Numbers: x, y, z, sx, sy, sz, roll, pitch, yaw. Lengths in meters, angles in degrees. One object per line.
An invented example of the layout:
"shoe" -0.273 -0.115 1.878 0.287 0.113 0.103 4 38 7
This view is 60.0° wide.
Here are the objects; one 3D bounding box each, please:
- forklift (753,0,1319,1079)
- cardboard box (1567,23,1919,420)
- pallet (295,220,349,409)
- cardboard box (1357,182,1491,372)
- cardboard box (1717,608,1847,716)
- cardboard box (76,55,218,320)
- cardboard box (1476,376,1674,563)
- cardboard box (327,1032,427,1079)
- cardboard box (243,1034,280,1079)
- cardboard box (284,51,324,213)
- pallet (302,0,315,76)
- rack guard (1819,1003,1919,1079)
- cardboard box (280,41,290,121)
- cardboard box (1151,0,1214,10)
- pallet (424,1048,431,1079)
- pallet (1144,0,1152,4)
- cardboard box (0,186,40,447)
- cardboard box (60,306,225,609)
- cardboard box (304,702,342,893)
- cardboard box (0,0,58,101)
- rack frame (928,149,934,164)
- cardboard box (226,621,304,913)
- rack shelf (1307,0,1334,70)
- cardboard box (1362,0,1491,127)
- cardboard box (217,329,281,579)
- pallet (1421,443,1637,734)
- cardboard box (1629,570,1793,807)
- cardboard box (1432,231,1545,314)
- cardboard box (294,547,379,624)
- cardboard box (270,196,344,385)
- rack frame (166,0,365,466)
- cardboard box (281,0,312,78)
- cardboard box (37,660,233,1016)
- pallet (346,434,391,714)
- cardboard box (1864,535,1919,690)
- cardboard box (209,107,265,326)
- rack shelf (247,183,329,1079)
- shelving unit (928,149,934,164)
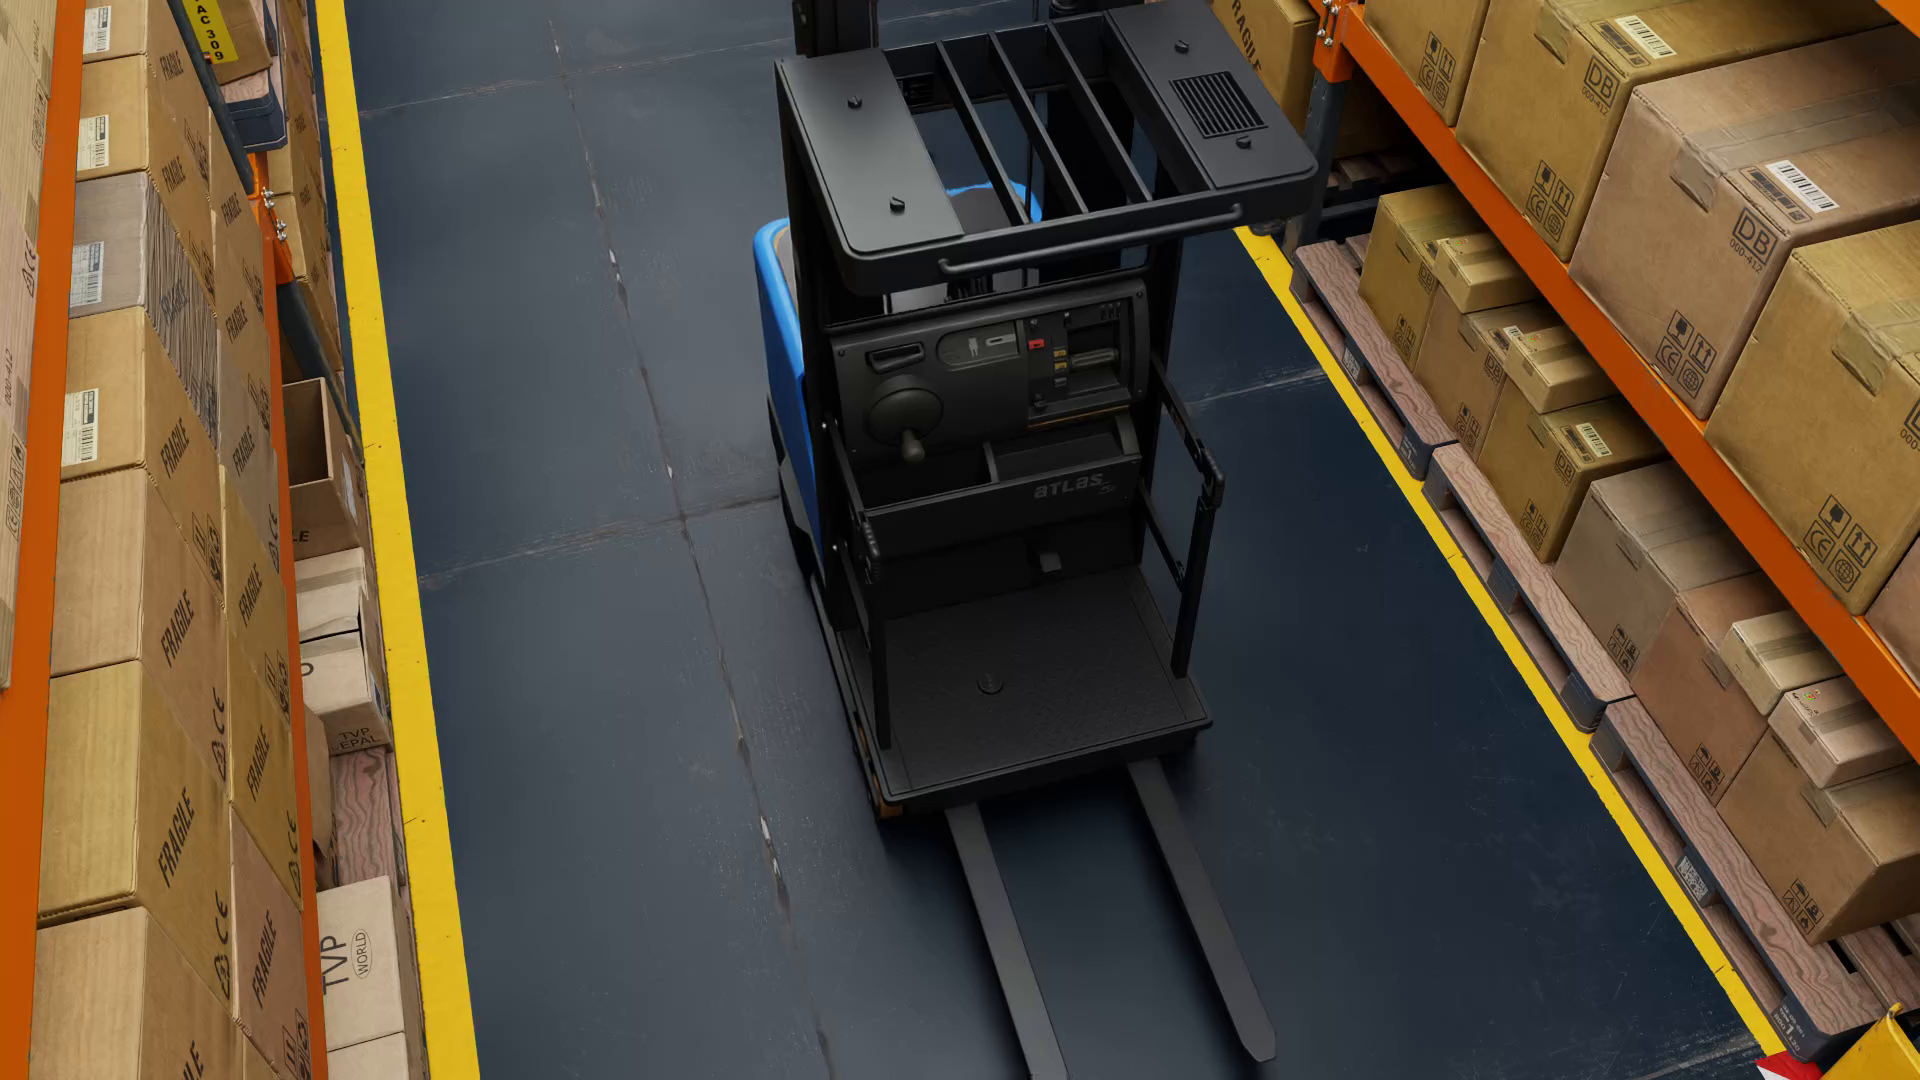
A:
"forklift" 0.161 -0.373 4.647 1.130 2.935 3.031 -12 51 -10
"cardboard box" 2.490 -0.945 4.889 0.980 0.700 0.700 -16 52 -13
"pallet" -3.097 -0.876 6.850 1.003 0.211 1.213 -13 51 -11
"cardboard box" 2.034 -1.072 6.552 0.700 0.500 0.500 -13 51 -11
"cardboard box" 2.502 0.343 4.935 0.380 0.149 0.250 -12 51 -10
"cardboard box" -2.270 -0.859 4.293 0.500 0.500 0.500 -14 51 -12
"cardboard box" 2.329 -0.329 5.926 0.700 0.500 0.500 -12 51 -10
"cardboard box" -1.675 1.650 4.408 0.500 0.250 0.500 -13 51 -11
"cardboard box" -1.517 1.316 3.113 0.500 0.500 0.500 -12 51 -10
"cardboard box" -3.040 -1.687 7.058 0.500 0.500 0.500 -13 51 -11
"pallet" -3.819 -2.658 8.353 1.003 0.211 1.213 -13 51 -11
"rack guard" 3.100 1.433 4.715 1.175 0.500 0.348 -13 51 -11
"cardboard box" -3.027 -1.906 6.751 0.500 0.250 0.500 -13 51 -11
"cardboard box" 1.328 -2.848 7.821 0.750 0.750 0.750 -12 51 -10
"pallet" -1.897 1.994 4.431 1.003 0.211 1.213 -13 51 -11
"pallet" 1.246 -2.852 8.517 1.003 0.211 1.213 -13 51 -11
"cardboard box" -1.832 -0.352 2.721 0.500 0.250 0.500 -13 51 -11
"cardboard box" -1.973 -0.123 3.673 0.500 0.500 0.500 -14 51 -11
"cardboard box" -2.260 0.845 4.921 0.797 0.503 0.637 -13 51 -11
"cardboard box" -2.129 -1.082 3.336 0.500 0.250 0.500 -13 51 -11
"rack frame" -0.209 -0.955 6.271 0.240 1.200 0.015 -12 51 -10
"cardboard box" -1.820 0.573 3.739 0.500 0.500 0.500 -13 51 -11
"rack shelf" 1.319 -3.541 7.744 1.077 0.370 4.000 -13 51 -11
"cardboard box" 2.055 -2.009 5.785 0.980 0.700 0.700 -13 51 -10
"cardboard box" -2.120 -0.163 4.361 0.500 0.500 0.500 -12 51 -10
"pallet" 2.425 0.053 6.068 1.003 0.211 1.213 -13 51 -11
"cardboard box" 2.643 0.426 5.289 0.700 0.500 0.500 -13 51 -11
"cardboard box" 1.961 -0.990 6.059 0.380 0.149 0.250 -12 51 -10
"cardboard box" -2.213 0.200 5.696 0.380 0.149 0.250 -13 51 -11
"cardboard box" -2.731 -0.934 6.422 0.500 0.500 0.500 -15 52 -13
"rack frame" -2.821 -1.189 5.291 1.000 3.000 0.127 -13 51 -11
"cardboard box" -3.350 -2.439 7.691 0.500 0.500 0.500 -15 51 -12
"cardboard box" -1.679 0.614 3.051 0.500 0.500 0.500 -13 51 -11
"pallet" -2.618 0.211 5.934 1.003 0.211 1.213 -13 51 -11
"cardboard box" 2.933 0.143 3.972 0.980 0.700 0.700 -11 51 -9
"cardboard box" -2.428 -0.914 4.994 0.500 0.500 0.500 -13 51 -10
"rack shelf" -2.229 0.503 4.334 1.077 0.370 4.000 -13 51 -11
"shelving unit" -0.277 -1.135 6.422 0.258 1.200 0.503 -12 51 -10
